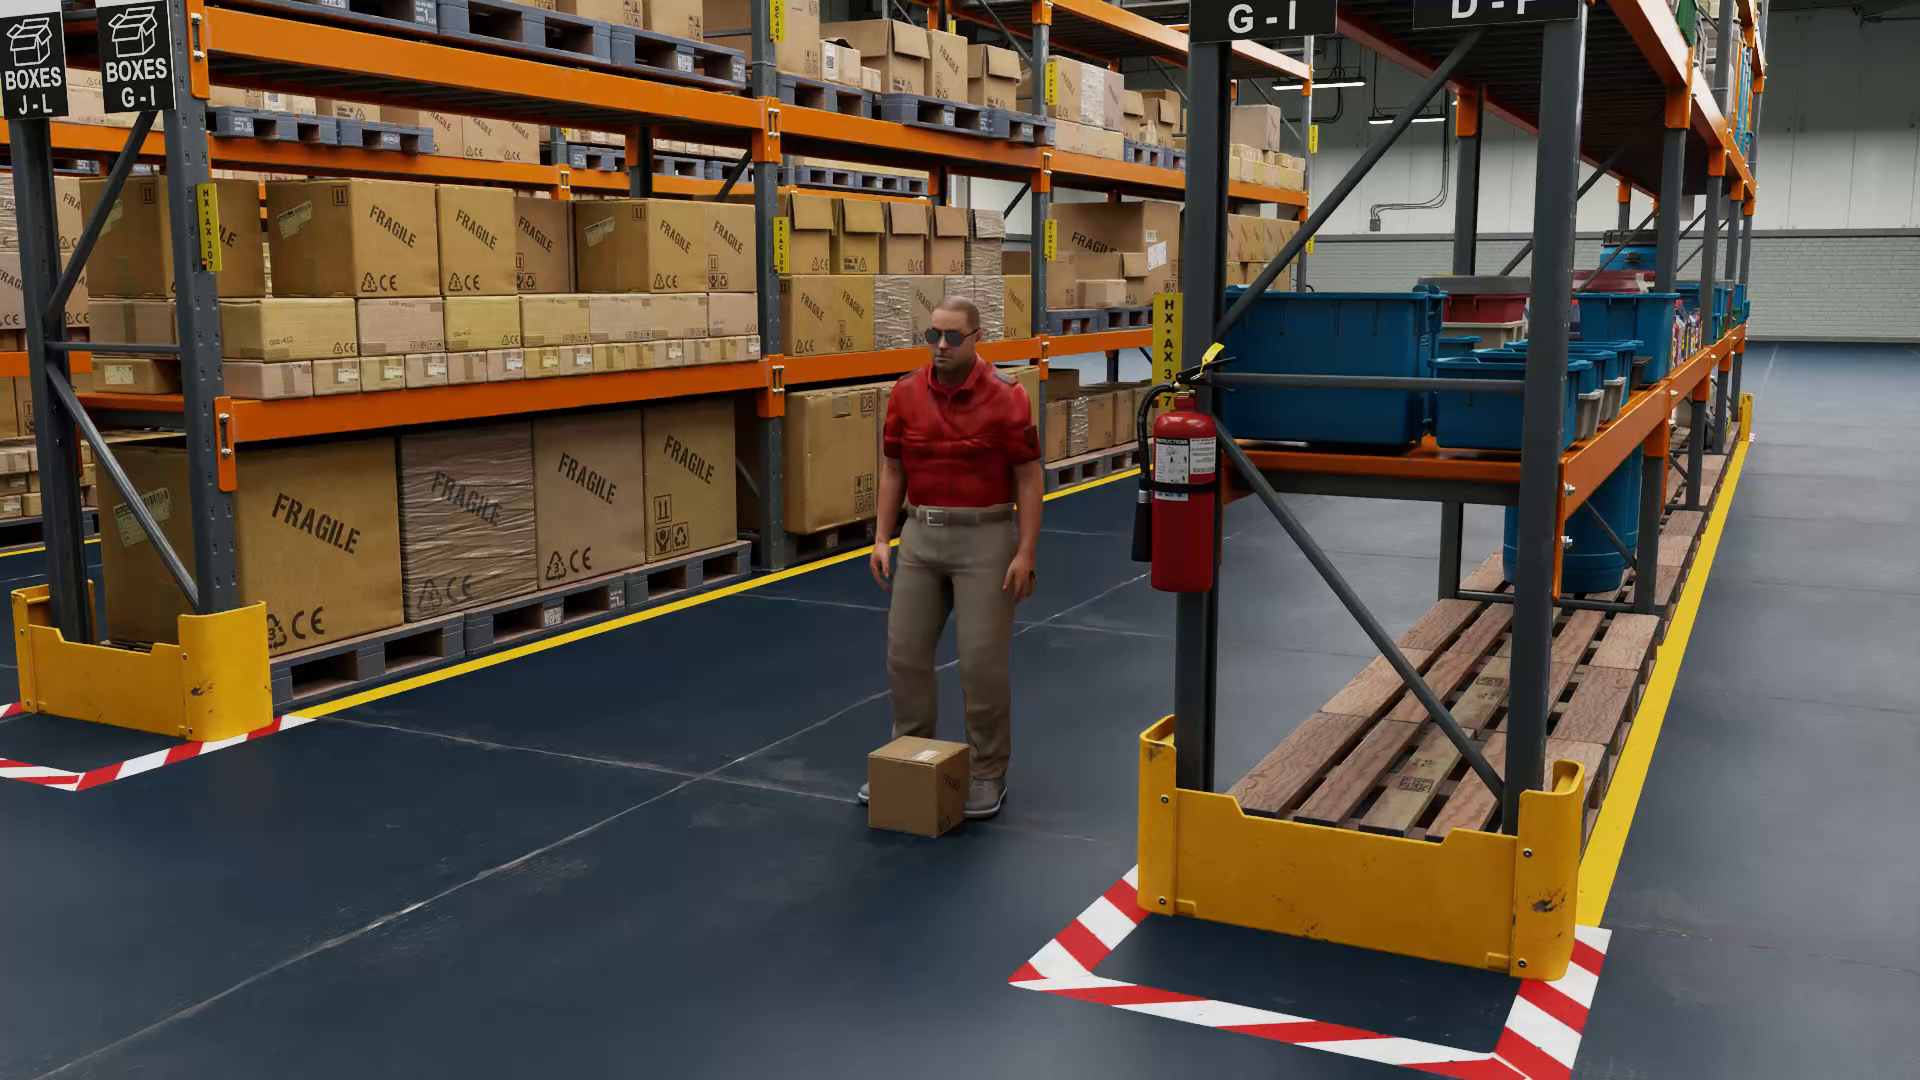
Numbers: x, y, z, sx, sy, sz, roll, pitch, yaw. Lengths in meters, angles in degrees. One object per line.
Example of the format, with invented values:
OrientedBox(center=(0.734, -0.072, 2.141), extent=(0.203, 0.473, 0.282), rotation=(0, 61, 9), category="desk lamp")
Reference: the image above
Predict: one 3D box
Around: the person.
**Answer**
OrientedBox(center=(-0.021, 0.047, 5.611), extent=(0.606, 1.727, 0.388), rotation=(4, 10, 23), category="person")
